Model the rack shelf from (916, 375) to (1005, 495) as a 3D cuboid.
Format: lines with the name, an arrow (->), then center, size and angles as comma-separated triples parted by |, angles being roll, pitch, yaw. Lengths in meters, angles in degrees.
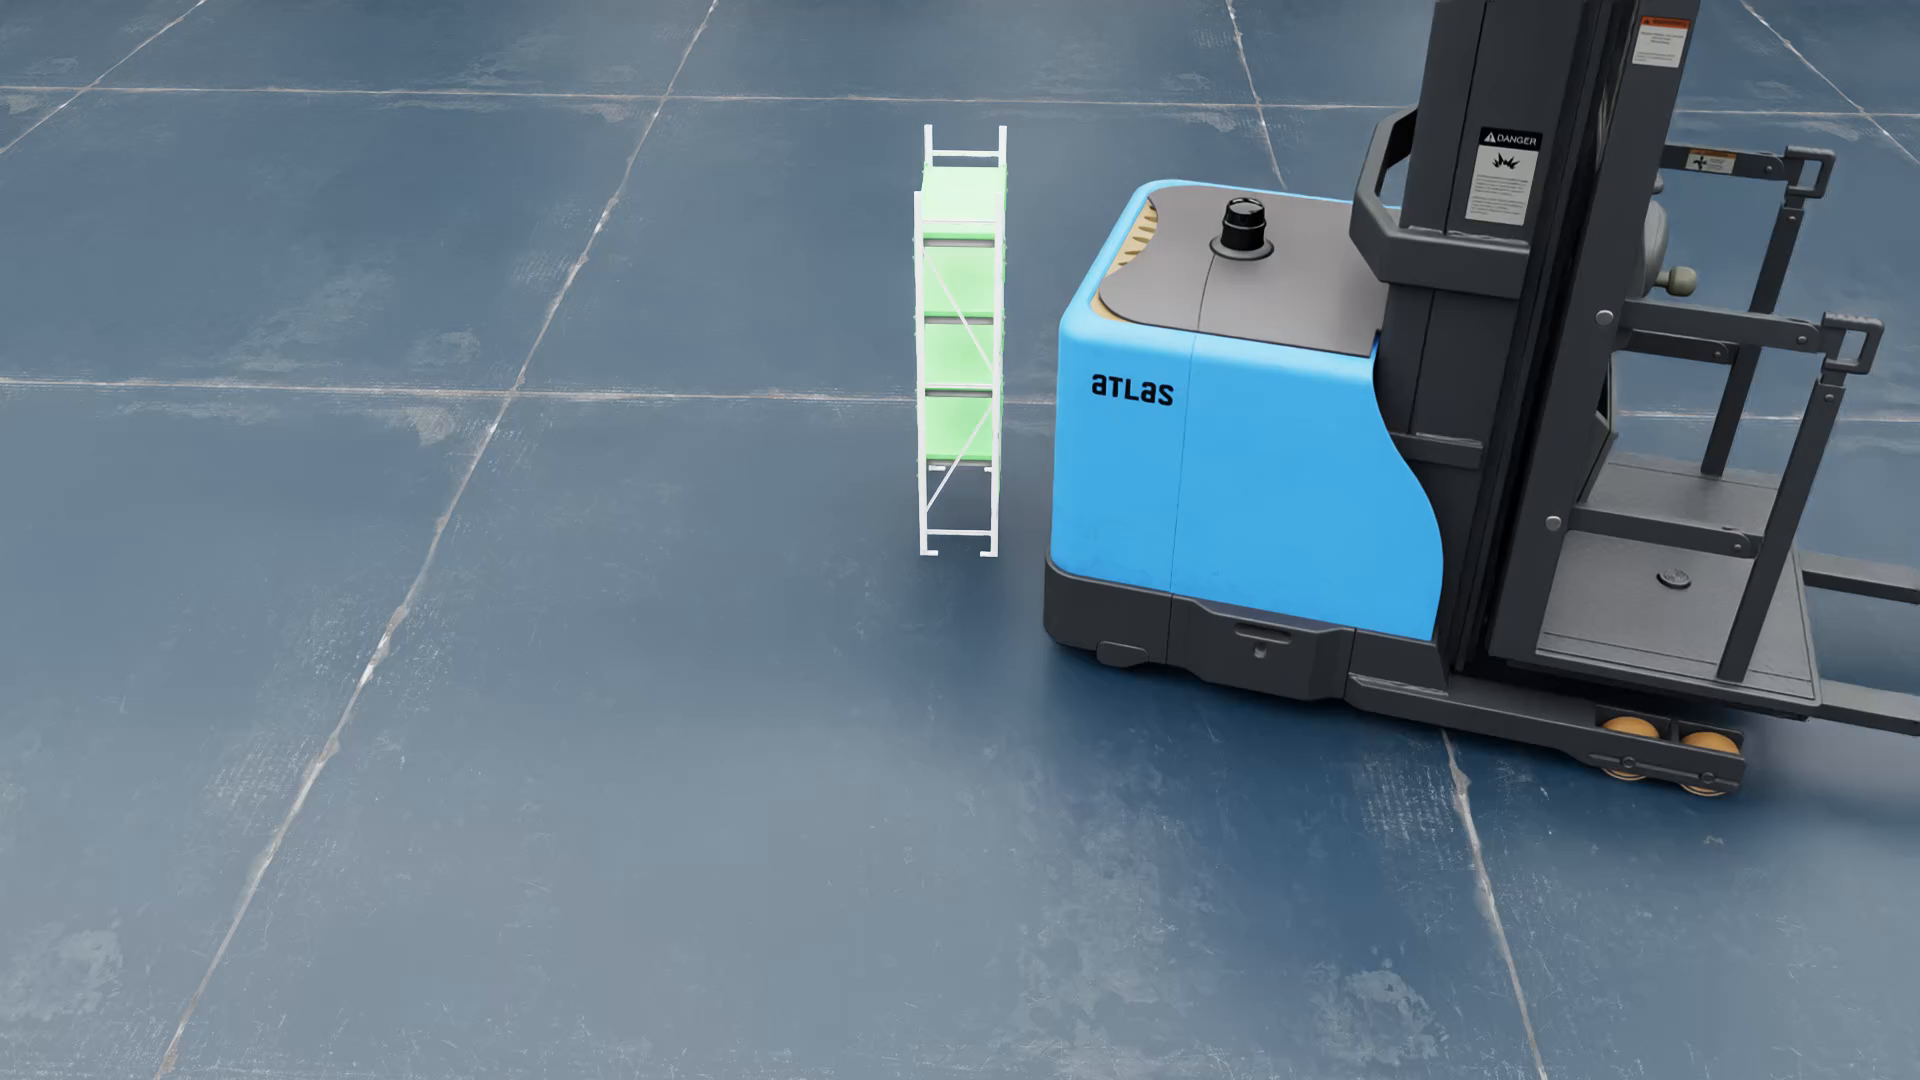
rack shelf -> 0.007, -0.337, 5.215 | 0.258, 0.148, 0.480 | 1, 35, 2

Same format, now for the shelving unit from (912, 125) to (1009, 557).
shelving unit -> 0.007, -0.586, 5.040 | 0.258, 1.200, 0.503 | 1, 35, 2

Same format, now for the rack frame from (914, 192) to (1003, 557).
rack frame -> -0.003, -0.446, 4.841 | 0.240, 1.200, 0.015 | 1, 35, 2

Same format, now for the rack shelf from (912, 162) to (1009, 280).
rack shelf -> 0.007, -0.926, 4.801 | 0.258, 0.148, 0.480 | 1, 35, 2

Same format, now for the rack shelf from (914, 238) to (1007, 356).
rack shelf -> 0.007, -0.730, 4.939 | 0.258, 0.148, 0.480 | 1, 35, 2

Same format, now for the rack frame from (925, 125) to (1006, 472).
rack frame -> 0.016, -0.726, 5.240 | 0.240, 1.200, 0.015 | 1, 35, 2

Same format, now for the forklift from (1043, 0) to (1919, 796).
forklift -> 1.814, -0.880, 3.953 | 3.031, 2.935, 1.130 | 10, 36, 14

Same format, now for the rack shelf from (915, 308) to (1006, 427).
rack shelf -> 0.007, -0.534, 5.077 | 0.258, 0.148, 0.480 | 1, 35, 2
